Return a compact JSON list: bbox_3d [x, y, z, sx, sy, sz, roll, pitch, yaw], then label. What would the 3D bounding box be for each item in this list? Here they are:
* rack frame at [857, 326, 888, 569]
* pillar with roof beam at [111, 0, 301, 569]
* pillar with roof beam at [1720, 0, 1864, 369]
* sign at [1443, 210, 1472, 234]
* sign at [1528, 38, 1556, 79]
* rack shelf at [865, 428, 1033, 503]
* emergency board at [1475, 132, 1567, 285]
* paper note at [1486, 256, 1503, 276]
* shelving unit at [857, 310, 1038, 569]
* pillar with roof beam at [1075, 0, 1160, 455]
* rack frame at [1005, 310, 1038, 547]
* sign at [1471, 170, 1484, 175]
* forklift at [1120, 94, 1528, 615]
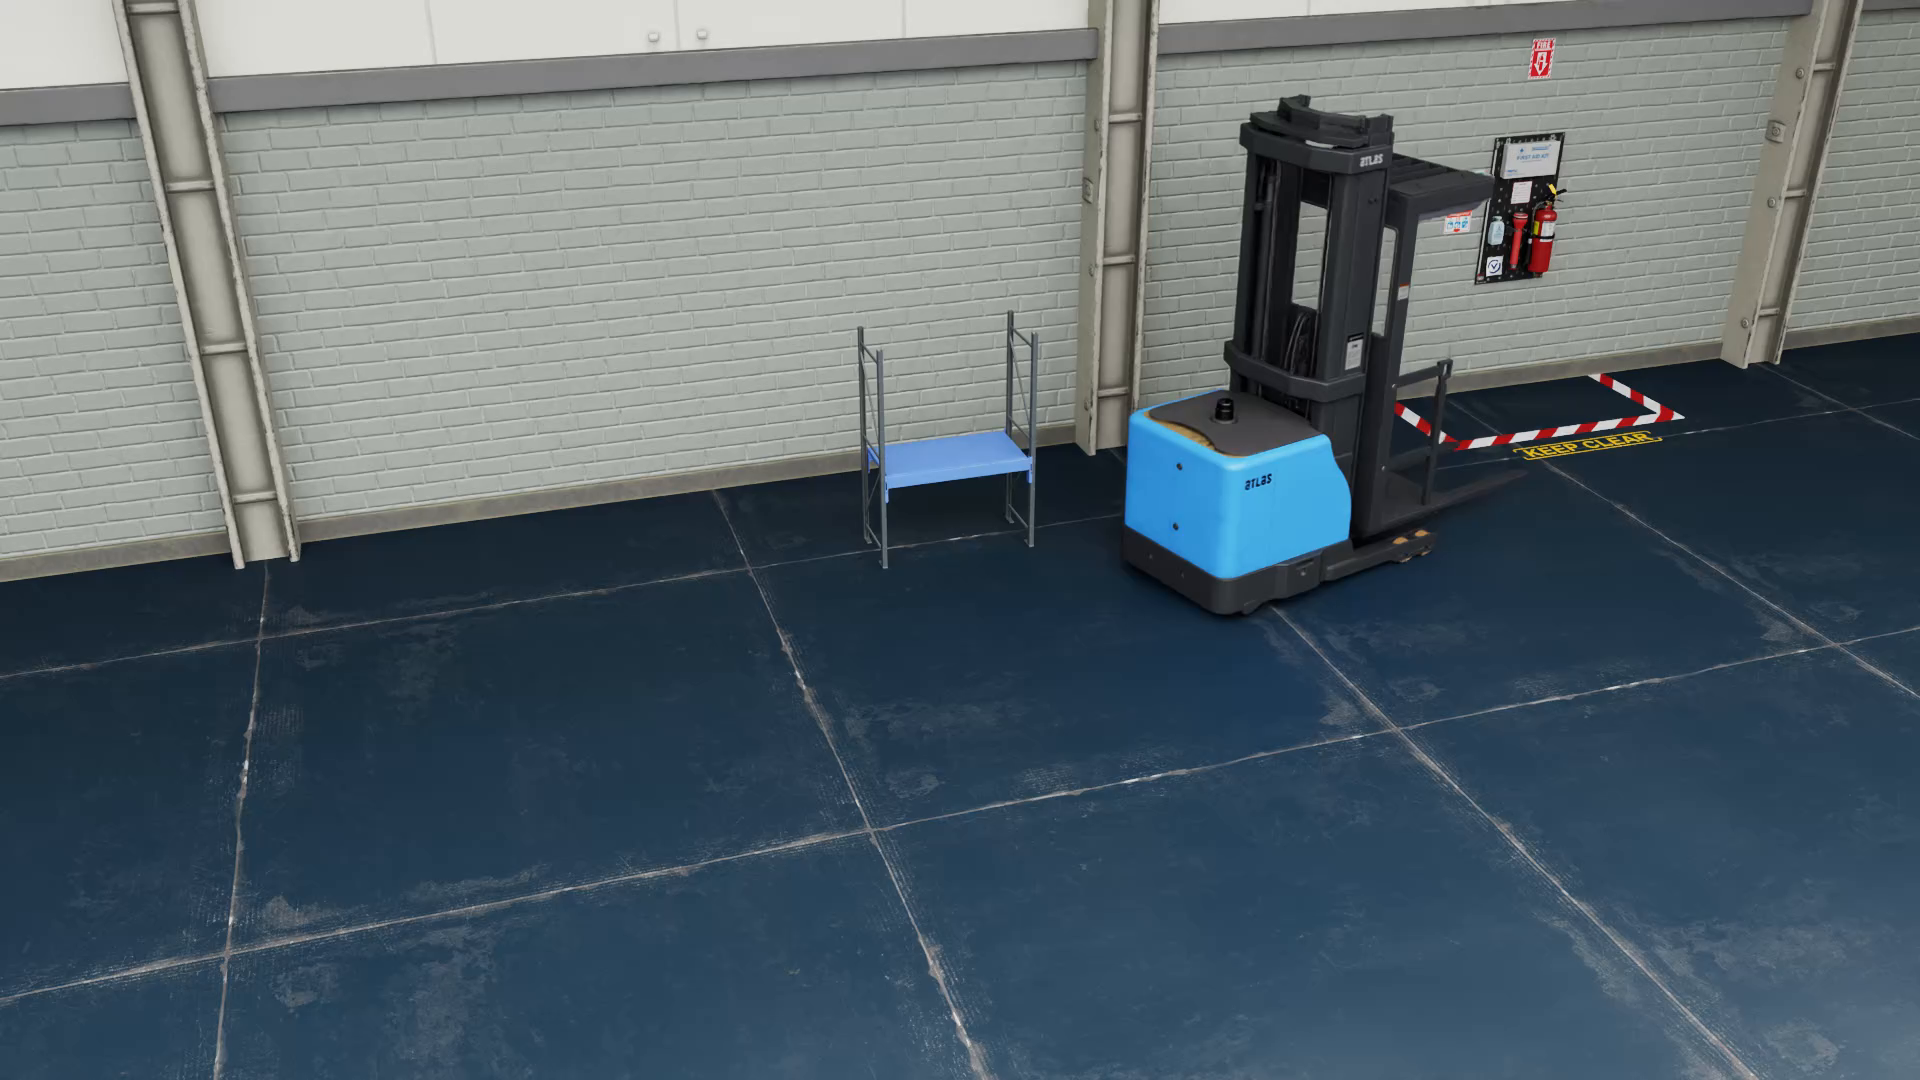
[{"bbox_3d":[-0.564,-0.590,10.746,0.032,1.500,0.500,-8,28,-16],"label":"rack frame"},{"bbox_3d":[-3.261,-2.113,5.380,0.400,9.000,9.100,-8,28,-16],"label":"pillar with roof beam"},{"bbox_3d":[8.149,-3.765,8.708,0.400,9.000,9.100,-8,28,-16],"label":"pillar with roof beam"},{"bbox_3d":[3.897,-2.558,12.982,0.234,0.329,0.001,-8,28,-16],"label":"sign"},{"bbox_3d":[4.416,-3.653,12.623,0.199,0.298,0.001,-8,28,-16],"label":"sign"},{"bbox_3d":[-0.081,-0.499,10.967,1.000,0.185,0.538,-8,28,-16],"label":"rack shelf"},{"bbox_3d":[4.454,-2.574,13.056,0.643,1.169,0.194,-8,28,-16],"label":"emergency board"},{"bbox_3d":[4.265,-2.184,13.261,0.142,0.148,0.016,-8,28,-16],"label":"paper note"},{"bbox_3d":[-0.081,-0.660,10.887,1.048,1.500,0.538,-8,28,-16],"label":"shelving unit"},{"bbox_3d":[2.444,-2.939,7.044,0.400,9.000,9.100,-8,28,-16],"label":"pillar with roof beam"},{"bbox_3d":[0.402,-0.730,11.028,0.032,1.500,0.500,-8,28,-16],"label":"rack frame"},{"bbox_3d":[3.904,-2.792,12.858,0.331,0.109,0.001,-8,28,-16],"label":"sign"},{"bbox_3d":[2.559,-1.341,10.650,3.031,2.935,1.130,-16,31,-30],"label":"forklift"}]
